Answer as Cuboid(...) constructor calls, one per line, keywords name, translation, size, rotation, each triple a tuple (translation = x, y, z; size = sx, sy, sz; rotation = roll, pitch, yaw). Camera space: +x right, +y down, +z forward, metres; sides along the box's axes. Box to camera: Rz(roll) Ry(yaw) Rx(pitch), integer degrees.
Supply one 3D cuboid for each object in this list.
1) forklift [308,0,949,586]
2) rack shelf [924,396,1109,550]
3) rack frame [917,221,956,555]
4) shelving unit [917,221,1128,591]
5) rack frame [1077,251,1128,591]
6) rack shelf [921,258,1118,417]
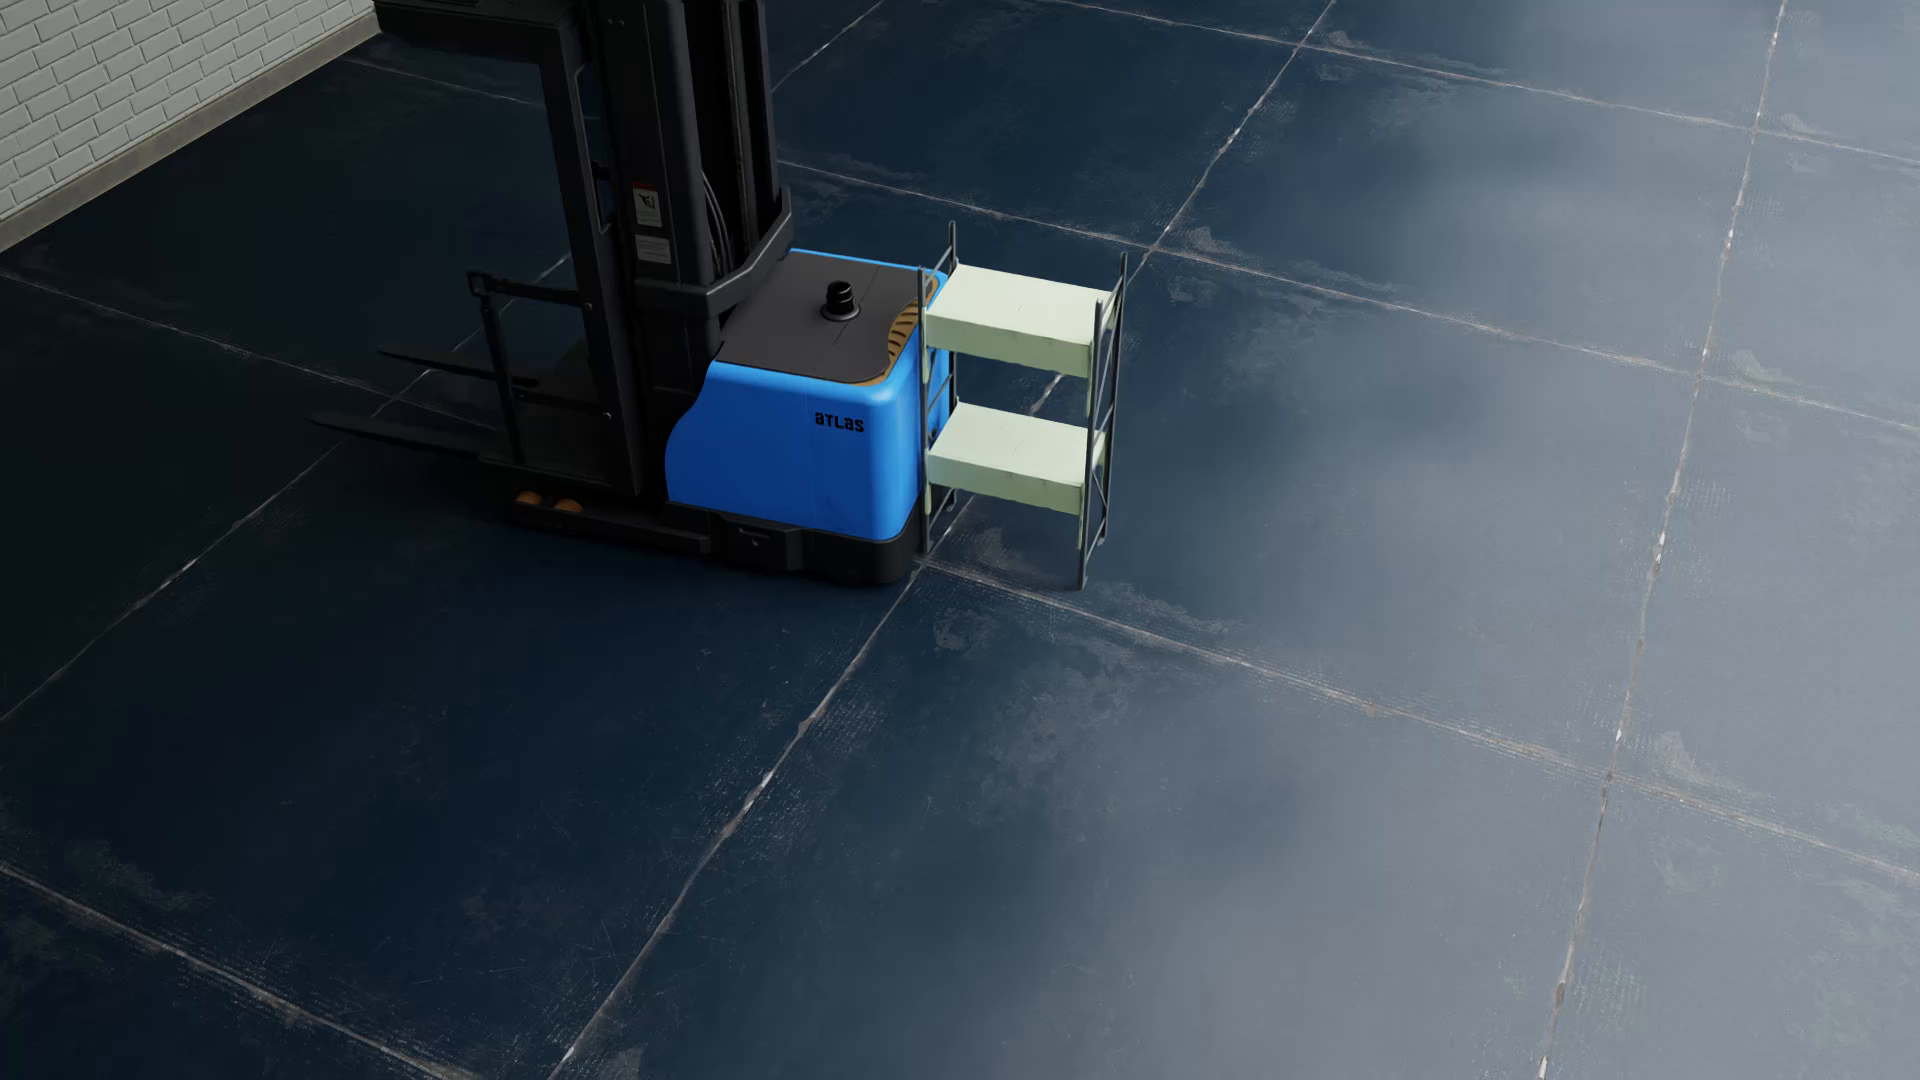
Cuboid(name="forklift", translation=(-1.580, -1.451, 7.070), size=(3.031, 2.935, 1.130), rotation=(11, 42, 12))
Cuboid(name="rack shelf", translation=(0.252, -0.301, 7.333), size=(0.720, 0.370, 0.431), rotation=(13, 43, 14))
Cuboid(name="rack frame", translation=(-0.093, -0.626, 7.211), size=(0.023, 1.500, 0.400), rotation=(13, 43, 14))
Cuboid(name="shelving unit", translation=(0.252, -0.547, 7.120), size=(0.755, 1.500, 0.431), rotation=(13, 43, 14))
Cuboid(name="rack frame", translation=(0.598, -0.468, 7.029), size=(0.023, 1.500, 0.400), rotation=(13, 43, 14))
Cuboid(name="rack shelf", translation=(0.252, -0.842, 6.864), size=(0.720, 0.370, 0.431), rotation=(13, 43, 14))
